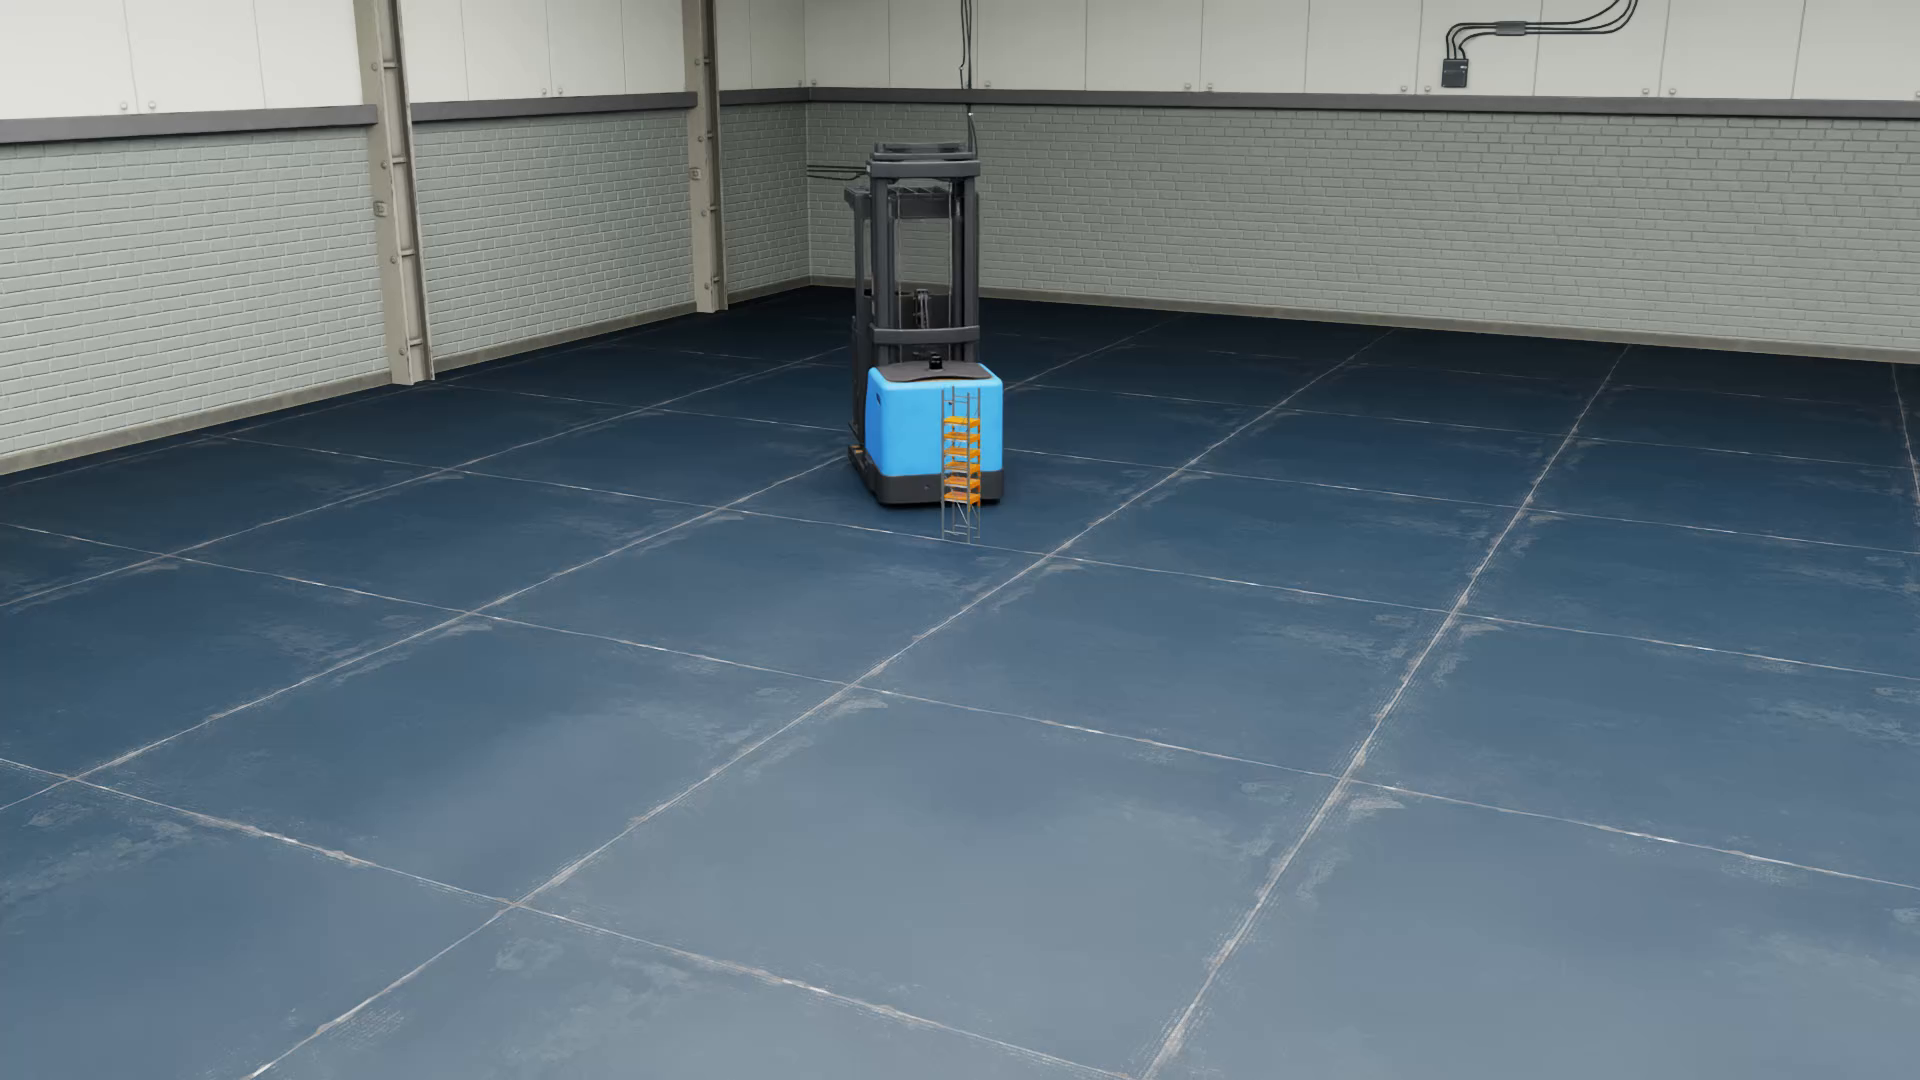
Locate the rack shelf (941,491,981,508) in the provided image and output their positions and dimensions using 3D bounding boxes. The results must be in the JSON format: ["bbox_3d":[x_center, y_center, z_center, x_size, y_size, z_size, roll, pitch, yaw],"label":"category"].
[{"bbox_3d":[0.006,-0.306,12.947,0.258,0.103,0.180,8,18,25],"label":"rack shelf"}]

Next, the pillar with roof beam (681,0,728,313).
[{"bbox_3d":[0.215,-7.129,21.221,9.100,9.000,0.400,8,18,25],"label":"pillar with roof beam"}]

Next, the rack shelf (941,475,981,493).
[{"bbox_3d":[0.006,-0.421,12.913,0.258,0.103,0.180,8,18,25],"label":"rack shelf"}]

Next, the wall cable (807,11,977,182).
[{"bbox_3d":[-1.136,-6.770,25.467,3.097,2.526,0.112,8,18,25],"label":"wall cable"}]

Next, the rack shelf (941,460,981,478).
[{"bbox_3d":[0.006,-0.536,12.879,0.258,0.103,0.180,8,18,25],"label":"rack shelf"}]

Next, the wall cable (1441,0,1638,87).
[{"bbox_3d":[7.349,-8.677,20.461,2.305,6.003,0.169,8,18,25],"label":"wall cable"}]

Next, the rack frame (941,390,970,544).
[{"bbox_3d":[-0.034,-0.556,12.787,0.240,1.200,0.006,8,18,25],"label":"rack frame"}]

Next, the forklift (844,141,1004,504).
[{"bbox_3d":[-0.423,-2.079,14.877,1.130,2.935,3.031,-3,17,-11],"label":"forklift"}]

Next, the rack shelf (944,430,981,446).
[{"bbox_3d":[0.006,-0.766,12.810,0.258,0.103,0.180,8,18,25],"label":"rack shelf"}]

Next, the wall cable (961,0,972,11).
[{"bbox_3d":[1.284,-8.847,23.589,3.097,2.526,0.112,8,18,25],"label":"wall cable"}]

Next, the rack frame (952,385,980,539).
[{"bbox_3d":[0.047,-0.602,12.944,0.240,1.200,0.006,8,18,25],"label":"rack frame"}]

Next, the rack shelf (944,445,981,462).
[{"bbox_3d":[0.006,-0.651,12.844,0.258,0.103,0.180,8,18,25],"label":"rack shelf"}]

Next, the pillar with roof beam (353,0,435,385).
[{"bbox_3d":[-2.466,-5.601,16.075,9.100,9.000,0.400,8,18,25],"label":"pillar with roof beam"}]

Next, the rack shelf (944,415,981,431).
[{"bbox_3d":[0.006,-0.881,12.776,0.258,0.103,0.180,8,18,25],"label":"rack shelf"}]

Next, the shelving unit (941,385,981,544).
[{"bbox_3d":[0.006,-0.579,12.866,0.258,1.200,0.189,8,18,25],"label":"shelving unit"}]
